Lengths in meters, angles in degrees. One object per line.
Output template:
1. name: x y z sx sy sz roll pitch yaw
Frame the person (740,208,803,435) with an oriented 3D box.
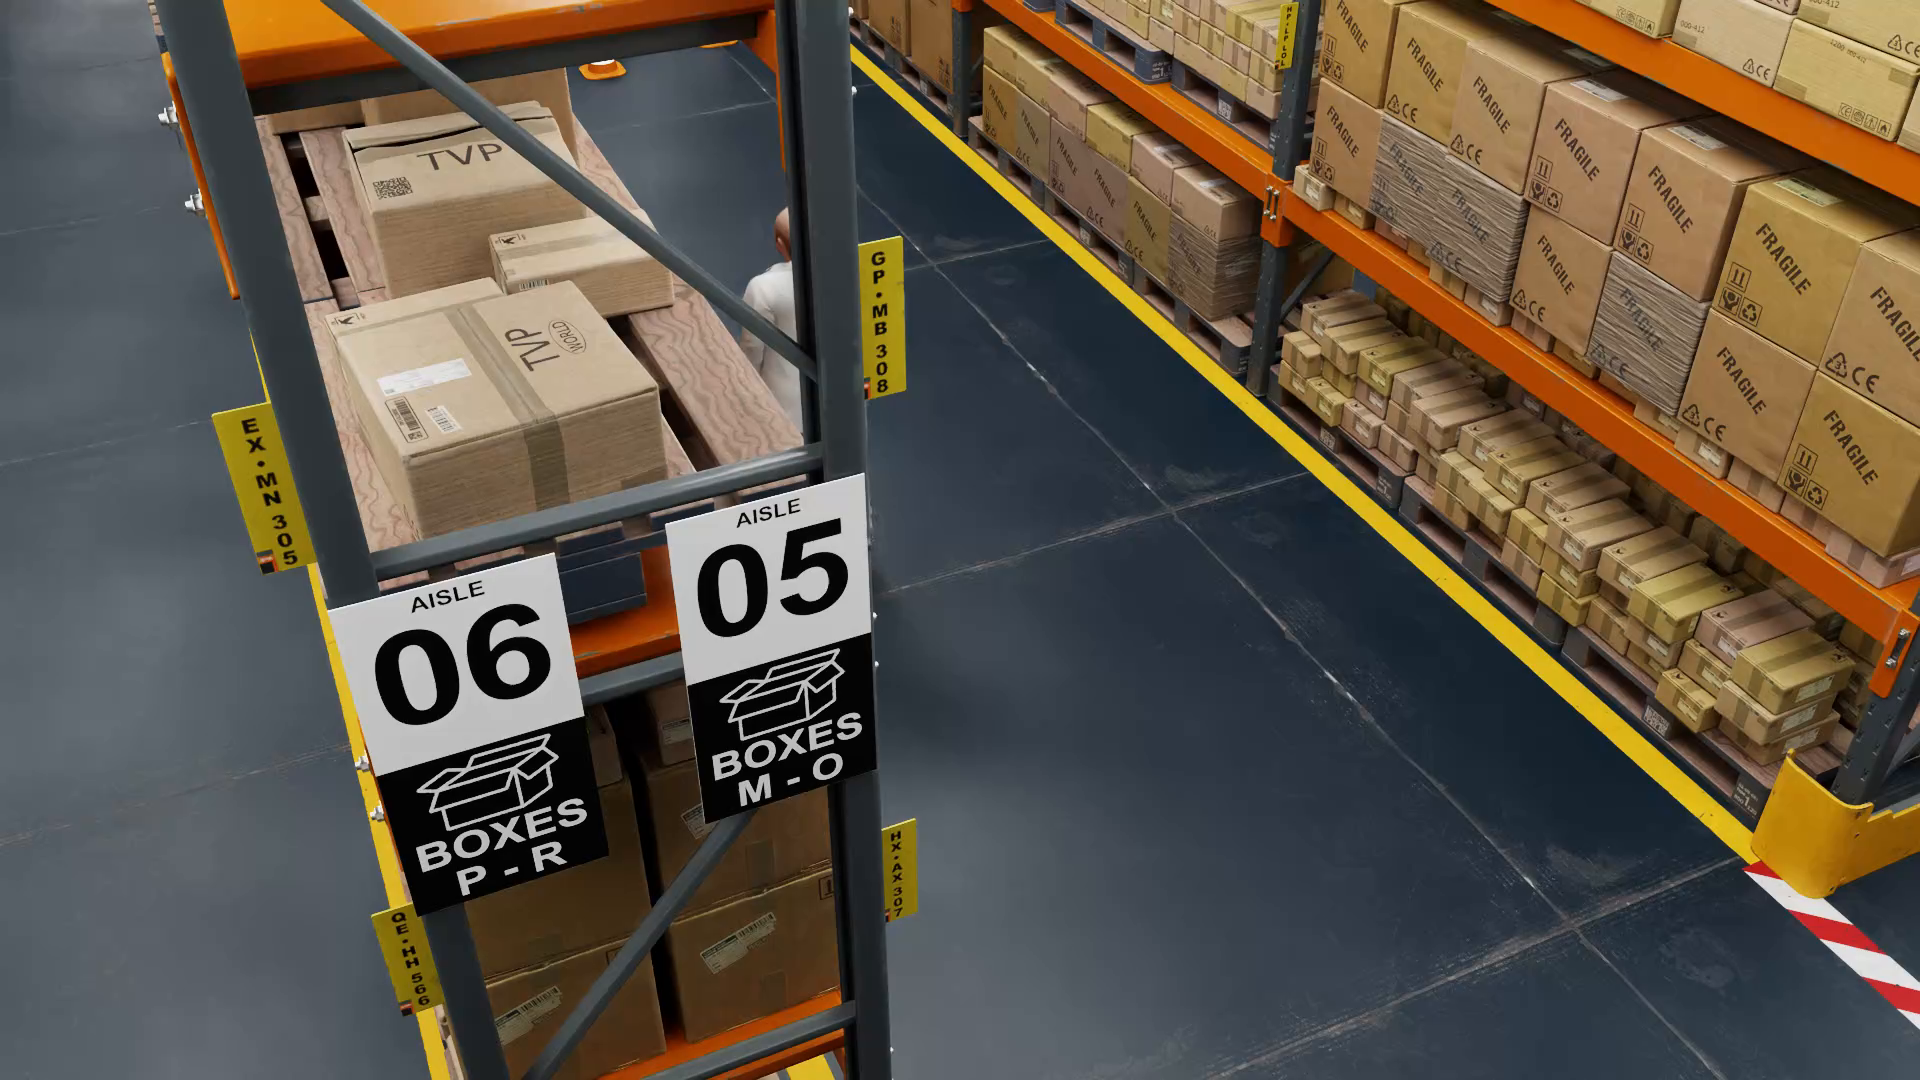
1. person: -0.768 -0.778 7.872 0.589 1.790 0.420 -15 39 -19
